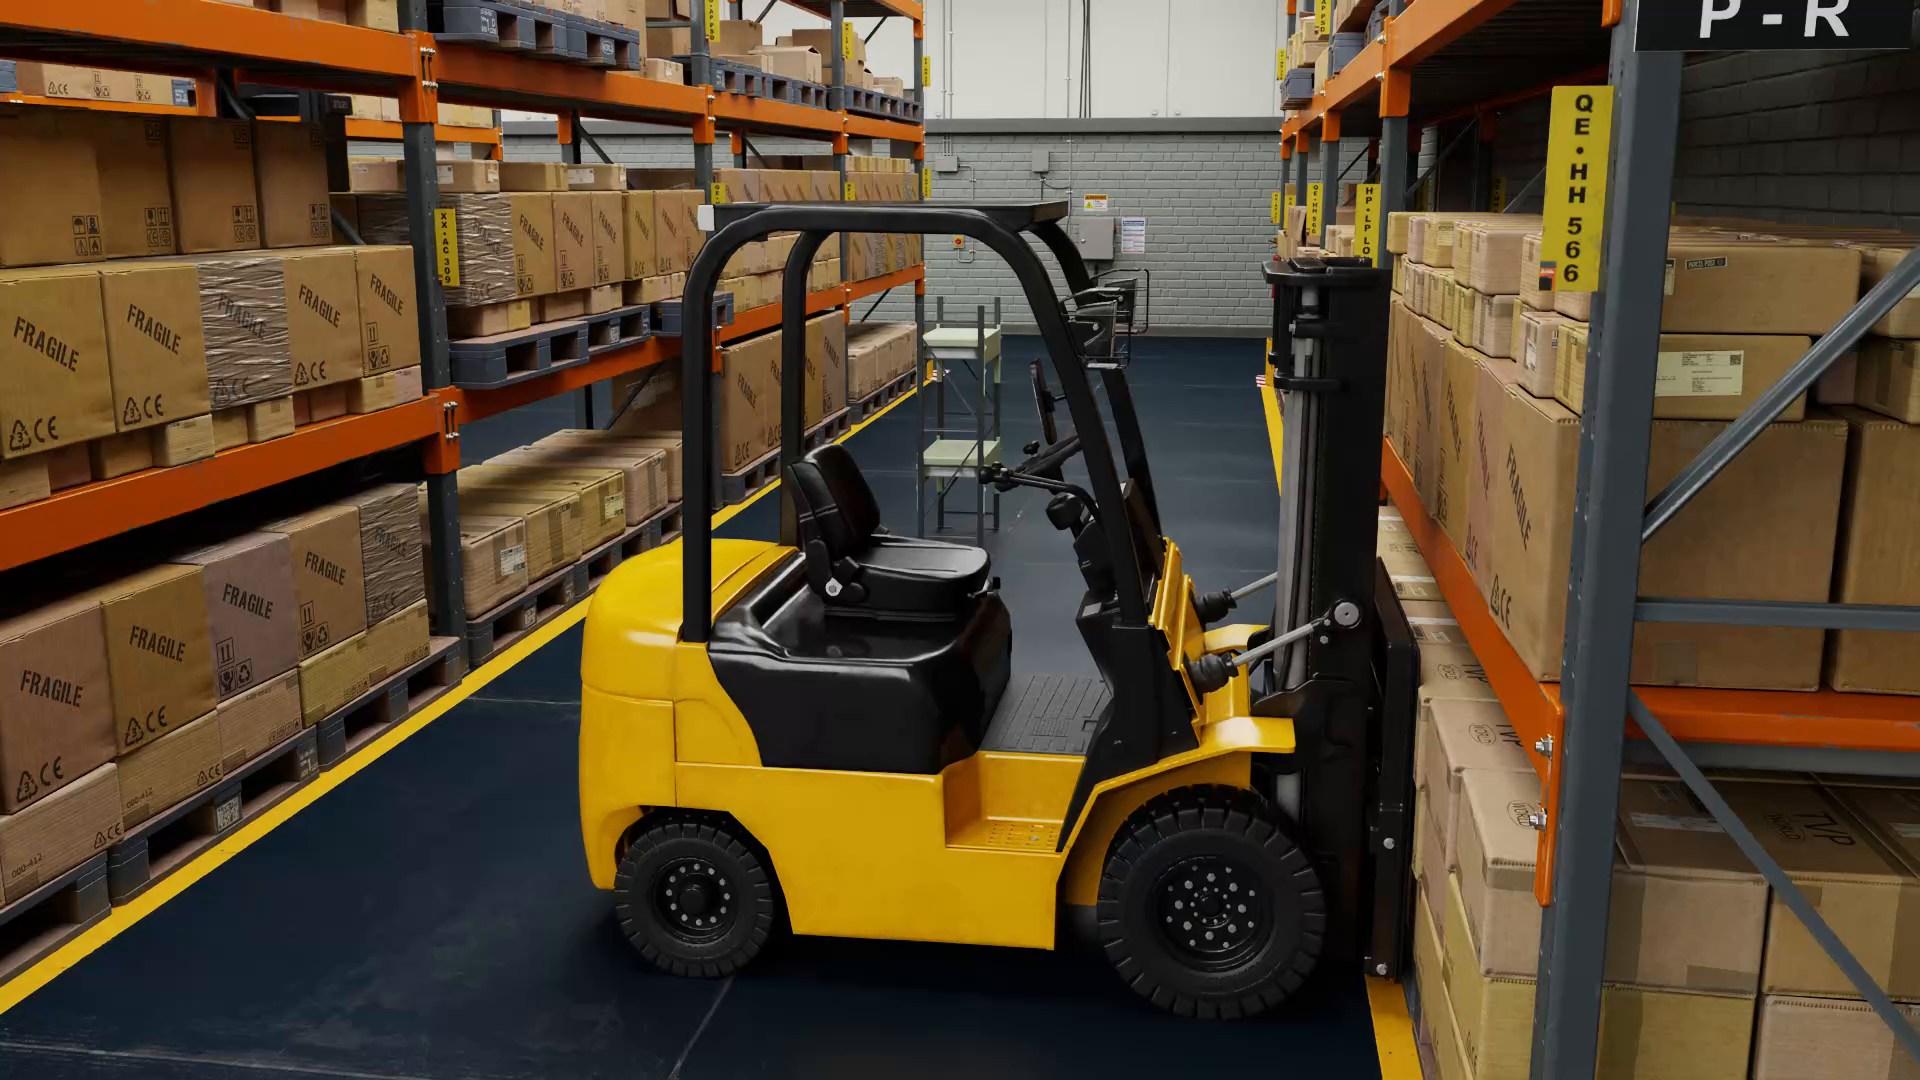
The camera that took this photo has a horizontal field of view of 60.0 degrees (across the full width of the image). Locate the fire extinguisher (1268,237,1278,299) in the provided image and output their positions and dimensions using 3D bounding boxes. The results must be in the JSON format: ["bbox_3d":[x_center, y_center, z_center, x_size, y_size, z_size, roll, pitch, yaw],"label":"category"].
[{"bbox_3d":[3.559,-3.020,18.455,0.296,0.674,0.183,2,12,9],"label":"fire extinguisher"}]

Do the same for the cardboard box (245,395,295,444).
[{"bbox_3d":[-2.659,-0.445,6.036,0.380,0.149,0.250,2,12,8],"label":"cardboard box"}]

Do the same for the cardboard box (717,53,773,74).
[{"bbox_3d":[-1.669,-3.681,12.890,0.380,0.166,0.250,3,13,13],"label":"cardboard box"}]

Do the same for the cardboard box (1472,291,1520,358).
[{"bbox_3d":[1.463,-0.526,4.035,0.380,0.149,0.250,1,12,7],"label":"cardboard box"}]

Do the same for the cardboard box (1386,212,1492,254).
[{"bbox_3d":[1.806,-1.151,6.231,0.380,0.149,0.250,2,12,10],"label":"cardboard box"}]

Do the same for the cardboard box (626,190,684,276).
[{"bbox_3d":[-2.006,-1.877,10.143,0.500,0.500,0.500,2,12,8],"label":"cardboard box"}]

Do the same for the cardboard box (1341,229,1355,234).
[{"bbox_3d":[2.341,-1.673,9.362,0.380,0.149,0.250,2,12,9],"label":"cardboard box"}]

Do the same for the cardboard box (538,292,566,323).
[{"bbox_3d":[-2.264,-1.209,8.583,0.380,0.149,0.250,2,12,10],"label":"cardboard box"}]

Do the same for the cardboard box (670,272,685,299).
[{"bbox_3d":[-1.924,-1.584,10.321,0.380,0.149,0.250,2,12,8],"label":"cardboard box"}]

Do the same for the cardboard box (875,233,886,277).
[{"bbox_3d":[-1.032,-2.868,16.443,0.500,0.500,0.500,2,12,9],"label":"cardboard box"}]

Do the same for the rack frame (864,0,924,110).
[{"bbox_3d":[-0.912,-6.287,18.307,1.000,3.000,0.127,2,12,9],"label":"rack frame"}]

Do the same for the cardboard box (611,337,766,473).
[{"bbox_3d":[-1.954,-0.997,12.045,0.875,0.875,0.875,2,12,8],"label":"cardboard box"}]

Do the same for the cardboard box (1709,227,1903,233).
[{"bbox_3d":[2.102,-0.705,4.162,0.380,0.149,0.250,2,12,7],"label":"cardboard box"}]

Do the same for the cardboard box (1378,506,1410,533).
[{"bbox_3d":[1.764,0.044,6.325,0.500,0.250,0.500,2,12,8],"label":"cardboard box"}]

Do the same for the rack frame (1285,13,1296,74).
[{"bbox_3d":[3.993,-6.127,17.564,1.000,3.000,0.127,2,12,9],"label":"rack frame"}]

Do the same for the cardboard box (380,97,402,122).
[{"bbox_3d":[-5.934,-4.354,16.814,0.500,0.250,0.500,2,12,11],"label":"cardboard box"}]

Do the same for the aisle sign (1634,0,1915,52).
[{"bbox_3d":[1.232,-1.130,2.448,0.394,0.787,0.004,2,12,9],"label":"aisle sign"}]

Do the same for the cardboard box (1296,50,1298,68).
[{"bbox_3d":[2.785,-3.697,12.772,0.380,0.149,0.250,2,12,8],"label":"cardboard box"}]

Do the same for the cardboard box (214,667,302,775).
[{"bbox_3d":[-2.737,0.631,5.975,0.500,0.250,0.500,2,12,10],"label":"cardboard box"}]

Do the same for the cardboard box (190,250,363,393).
[{"bbox_3d":[-2.652,-0.843,6.341,0.500,0.500,0.500,2,12,11],"label":"cardboard box"}]

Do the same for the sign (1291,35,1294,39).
[{"bbox_3d":[2.841,-4.097,14.036,0.100,0.325,0.005,2,12,9],"label":"sign"}]

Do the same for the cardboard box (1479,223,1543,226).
[{"bbox_3d":[1.610,-0.776,4.491,0.380,0.149,0.250,2,12,9],"label":"cardboard box"}]

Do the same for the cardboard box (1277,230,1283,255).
[{"bbox_3d":[3.657,-3.181,17.783,0.500,0.250,0.500,2,12,9],"label":"cardboard box"}]

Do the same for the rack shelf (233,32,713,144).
[{"bbox_3d":[-2.450,-2.387,9.039,1.077,0.370,4.000,2,12,9],"label":"rack shelf"}]

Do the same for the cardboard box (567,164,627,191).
[{"bbox_3d":[-2.115,-2.056,9.434,0.380,0.149,0.250,1,12,6],"label":"cardboard box"}]

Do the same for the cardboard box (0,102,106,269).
[{"bbox_3d":[-3.234,-1.134,5.320,0.700,0.500,0.500,2,12,8],"label":"cardboard box"}]

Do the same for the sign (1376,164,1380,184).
[{"bbox_3d":[4.539,-3.893,17.938,0.100,0.325,0.005,2,12,9],"label":"sign"}]

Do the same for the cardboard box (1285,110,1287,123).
[{"bbox_3d":[3.504,-4.322,16.906,0.380,0.149,0.250,2,12,10],"label":"cardboard box"}]

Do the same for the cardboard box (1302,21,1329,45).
[{"bbox_3d":[2.720,-3.734,12.238,0.380,0.149,0.250,2,12,9],"label":"cardboard box"}]

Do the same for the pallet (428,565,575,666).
[{"bbox_3d":[-2.639,0.345,8.394,1.003,0.211,1.213,2,12,9],"label":"pallet"}]

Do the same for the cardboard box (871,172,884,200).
[{"bbox_3d":[-1.041,-3.362,16.363,0.500,0.500,0.500,2,12,10],"label":"cardboard box"}]

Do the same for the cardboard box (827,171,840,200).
[{"bbox_3d":[-1.348,-2.958,14.490,0.500,0.500,0.500,2,12,10],"label":"cardboard box"}]

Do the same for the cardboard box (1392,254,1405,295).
[{"bbox_3d":[1.839,-1.005,6.258,0.380,0.149,0.250,2,12,8],"label":"cardboard box"}]

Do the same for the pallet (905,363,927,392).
[{"bbox_3d":[-0.957,-1.822,18.448,1.003,0.211,1.213,2,12,9],"label":"pallet"}]

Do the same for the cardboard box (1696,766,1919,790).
[{"bbox_3d":[1.867,0.588,3.800,0.500,0.250,0.500,2,12,9],"label":"cardboard box"}]

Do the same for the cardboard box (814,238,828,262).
[{"bbox_3d":[-1.424,-2.489,14.092,0.500,0.250,0.500,2,12,10],"label":"cardboard box"}]

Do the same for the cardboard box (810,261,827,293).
[{"bbox_3d":[-1.426,-2.241,14.128,0.500,0.250,0.500,2,12,8],"label":"cardboard box"}]

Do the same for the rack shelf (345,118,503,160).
[{"bbox_3d":[-6.126,-4.192,17.413,1.077,0.370,4.000,2,12,9],"label":"rack shelf"}]

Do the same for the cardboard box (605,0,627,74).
[{"bbox_3d":[-2.348,-2.888,9.407,0.797,0.503,0.637,2,12,9],"label":"cardboard box"}]

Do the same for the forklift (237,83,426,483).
[{"bbox_3d":[-4.791,-1.645,11.171,1.130,2.935,3.031,2,12,9],"label":"forklift"}]

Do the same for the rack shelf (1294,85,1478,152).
[{"bbox_3d":[3.071,-3.060,12.160,1.077,0.370,4.000,2,12,9],"label":"rack shelf"}]

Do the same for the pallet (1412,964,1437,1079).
[{"bbox_3d":[1.609,1.339,3.780,1.003,0.211,1.213,2,12,9],"label":"pallet"}]

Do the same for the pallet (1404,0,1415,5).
[{"bbox_3d":[2.042,-1.941,5.470,1.003,0.211,1.213,2,12,9],"label":"pallet"}]

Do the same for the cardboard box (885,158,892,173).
[{"bbox_3d":[-0.911,-3.861,17.137,0.380,0.149,0.250,2,12,10],"label":"cardboard box"}]

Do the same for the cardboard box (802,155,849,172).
[{"bbox_3d":[-1.222,-3.434,15.157,0.380,0.149,0.250,2,12,8],"label":"cardboard box"}]

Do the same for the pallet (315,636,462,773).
[{"bbox_3d":[-2.826,0.648,6.987,1.003,0.211,1.213,2,12,9],"label":"pallet"}]

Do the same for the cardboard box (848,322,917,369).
[{"bbox_3d":[-0.914,-2.167,18.512,0.875,0.438,0.875,1,12,7],"label":"cardboard box"}]

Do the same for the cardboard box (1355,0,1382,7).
[{"bbox_3d":[2.136,-2.693,8.113,0.380,0.149,0.250,2,12,8],"label":"cardboard box"}]

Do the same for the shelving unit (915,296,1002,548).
[{"bbox_3d":[-0.001,-0.732,10.329,0.431,1.500,0.755,2,12,9],"label":"shelving unit"}]

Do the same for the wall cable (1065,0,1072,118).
[{"bbox_3d":[0.427,-7.455,23.728,2.355,3.000,0.029,2,12,9],"label":"wall cable"}]

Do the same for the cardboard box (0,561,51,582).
[{"bbox_3d":[-3.345,0.360,5.454,0.500,0.500,0.500,2,12,7],"label":"cardboard box"}]

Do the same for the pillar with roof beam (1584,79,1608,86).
[{"bbox_3d":[-0.801,-4.301,9.089,9.100,9.000,0.400,2,12,9],"label":"pillar with roof beam"}]

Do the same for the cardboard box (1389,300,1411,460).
[{"bbox_3d":[1.758,-0.552,5.699,0.500,0.500,0.500,2,12,10],"label":"cardboard box"}]

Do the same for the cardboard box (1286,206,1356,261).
[{"bbox_3d":[3.083,-2.522,13.844,0.700,0.500,0.500,2,12,10],"label":"cardboard box"}]

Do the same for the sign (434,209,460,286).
[{"bbox_3d":[-2.220,-1.264,7.182,0.100,0.325,0.005,2,12,9],"label":"sign"}]

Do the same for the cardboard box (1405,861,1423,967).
[{"bbox_3d":[1.465,0.960,4.449,0.500,0.250,0.500,2,12,9],"label":"cardboard box"}]
